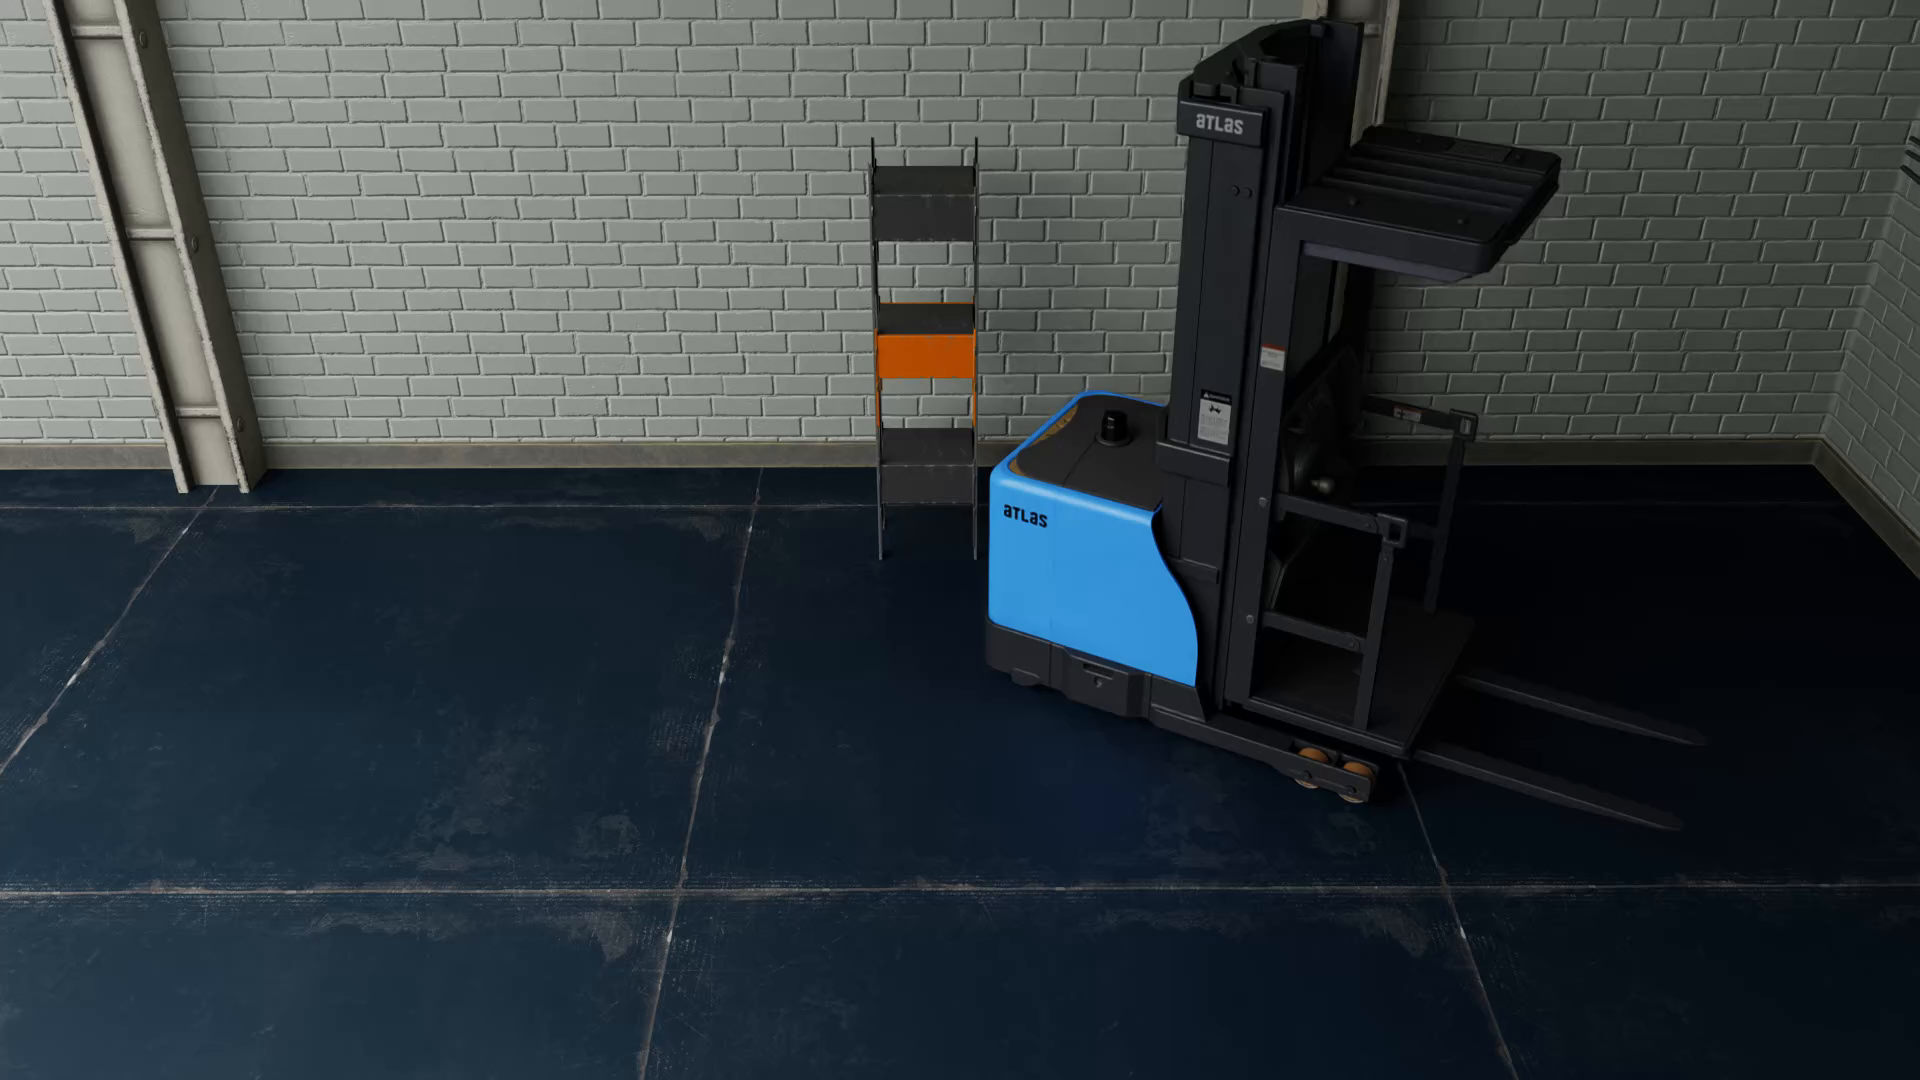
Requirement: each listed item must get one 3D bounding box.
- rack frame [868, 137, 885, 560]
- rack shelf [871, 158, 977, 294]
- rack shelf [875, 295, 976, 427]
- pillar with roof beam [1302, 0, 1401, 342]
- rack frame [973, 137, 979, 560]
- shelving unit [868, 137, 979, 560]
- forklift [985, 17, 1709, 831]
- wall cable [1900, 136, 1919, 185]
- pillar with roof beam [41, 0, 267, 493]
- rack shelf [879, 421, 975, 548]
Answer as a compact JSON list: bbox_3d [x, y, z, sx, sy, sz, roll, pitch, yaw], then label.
[{"bbox_3d":[-0.410,-0.896,8.203,0.015,2.100,0.400,0,31,0],"label":"rack frame"},{"bbox_3d":[-0.166,-1.484,7.848,0.480,0.518,0.431,0,31,0],"label":"rack shelf"},{"bbox_3d":[-0.166,-0.885,8.212,0.480,0.518,0.431,0,31,0],"label":"rack shelf"},{"bbox_3d":[1.907,-1.974,3.329,0.400,9.000,9.100,0,31,0],"label":"pillar with roof beam"},{"bbox_3d":[0.078,-0.898,8.206,0.015,2.100,0.400,0,31,0],"label":"rack frame"},{"bbox_3d":[-0.166,-0.897,8.204,0.503,2.100,0.431,0,31,0],"label":"shelving unit"},{"bbox_3d":[1.651,-0.472,6.702,3.031,2.935,1.130,16,35,25],"label":"forklift"},{"bbox_3d":[4.835,-2.203,6.700,0.112,2.526,3.097,0,31,0],"label":"wall cable"},{"bbox_3d":[-4.093,-1.956,3.298,0.400,9.000,9.100,0,31,0],"label":"pillar with roof beam"},{"bbox_3d":[-0.166,-0.287,8.575,0.480,0.518,0.431,0,31,0],"label":"rack shelf"}]
